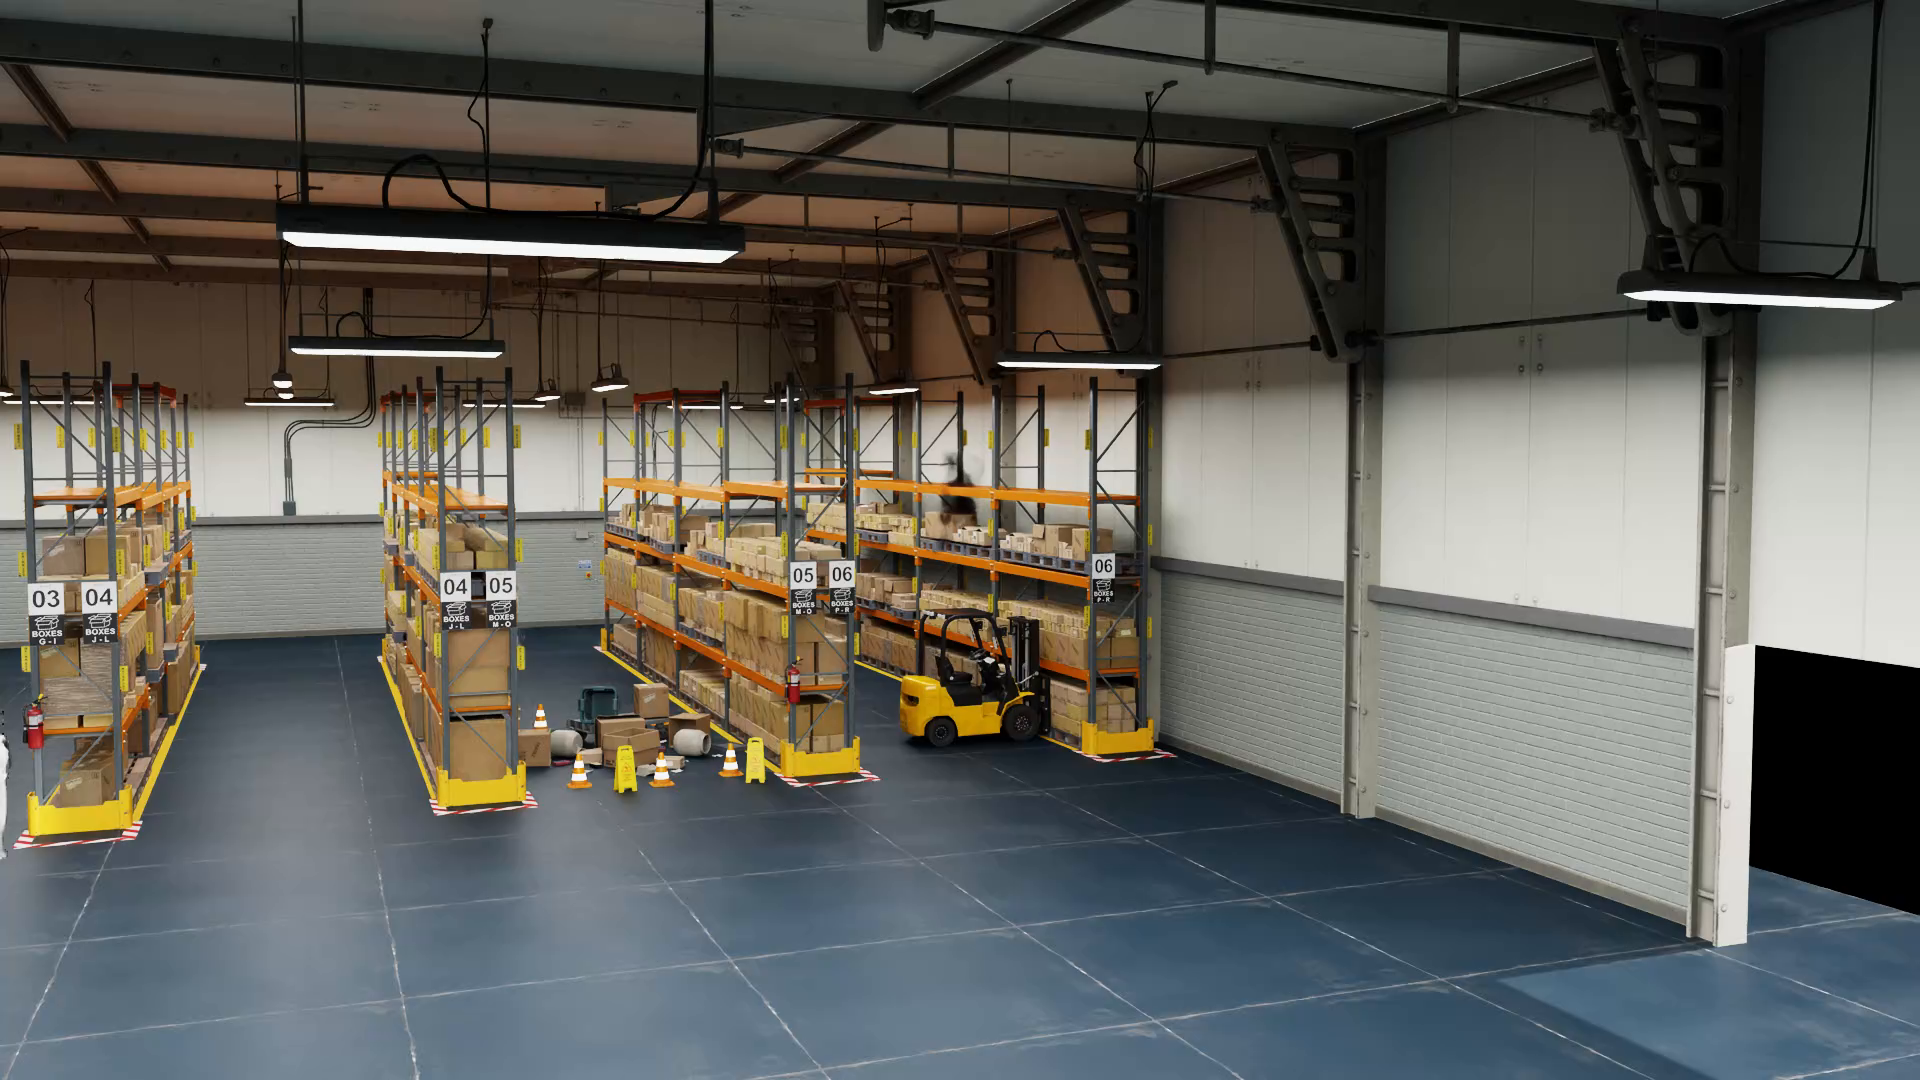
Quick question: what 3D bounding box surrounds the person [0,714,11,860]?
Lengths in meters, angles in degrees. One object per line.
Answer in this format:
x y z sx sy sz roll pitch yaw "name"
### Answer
-11.745 2.947 20.093 0.835 1.732 0.588 2 4 32 "person"
